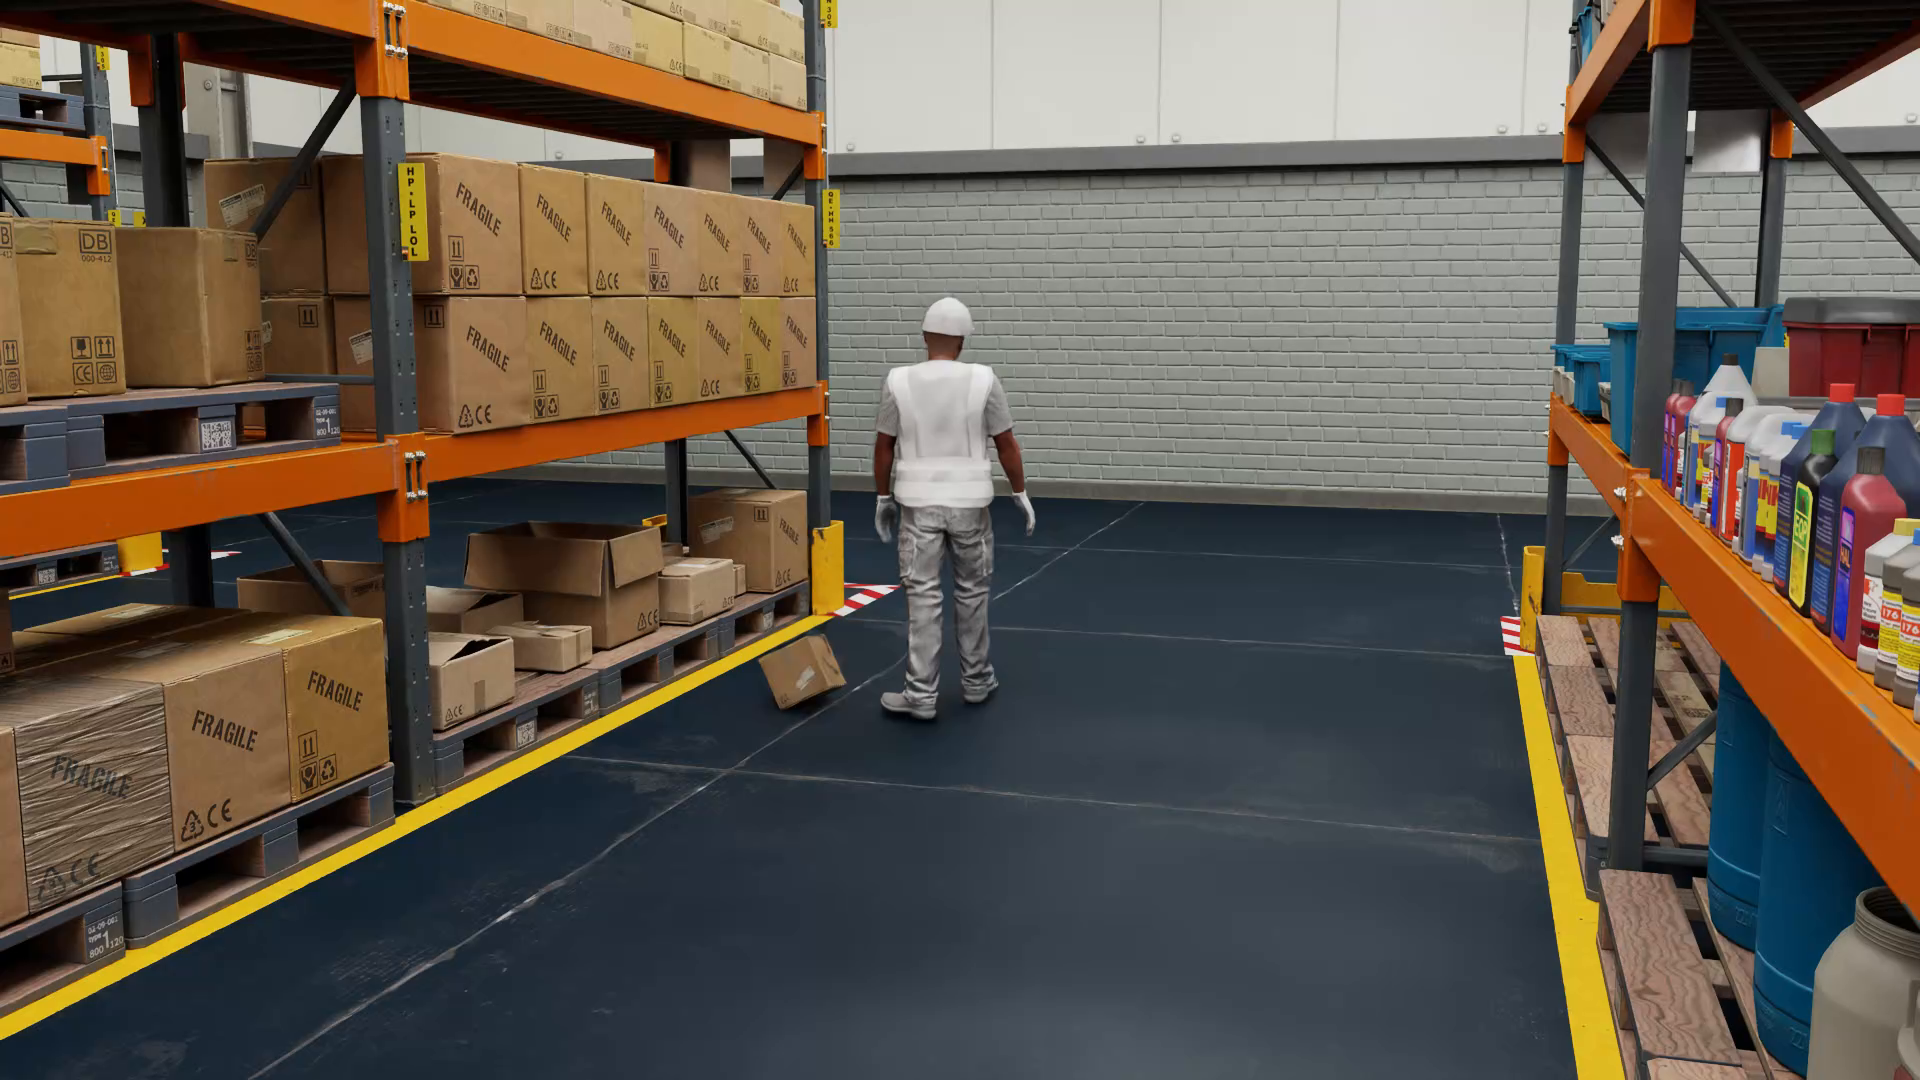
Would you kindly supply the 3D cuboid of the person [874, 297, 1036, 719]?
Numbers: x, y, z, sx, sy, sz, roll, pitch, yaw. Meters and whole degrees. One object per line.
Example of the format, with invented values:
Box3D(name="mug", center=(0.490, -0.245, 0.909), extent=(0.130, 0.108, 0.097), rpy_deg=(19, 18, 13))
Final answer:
Box3D(name="person", center=(-0.022, -0.153, 7.236), extent=(0.701, 1.785, 0.635), rpy_deg=(0, 8, -3))
